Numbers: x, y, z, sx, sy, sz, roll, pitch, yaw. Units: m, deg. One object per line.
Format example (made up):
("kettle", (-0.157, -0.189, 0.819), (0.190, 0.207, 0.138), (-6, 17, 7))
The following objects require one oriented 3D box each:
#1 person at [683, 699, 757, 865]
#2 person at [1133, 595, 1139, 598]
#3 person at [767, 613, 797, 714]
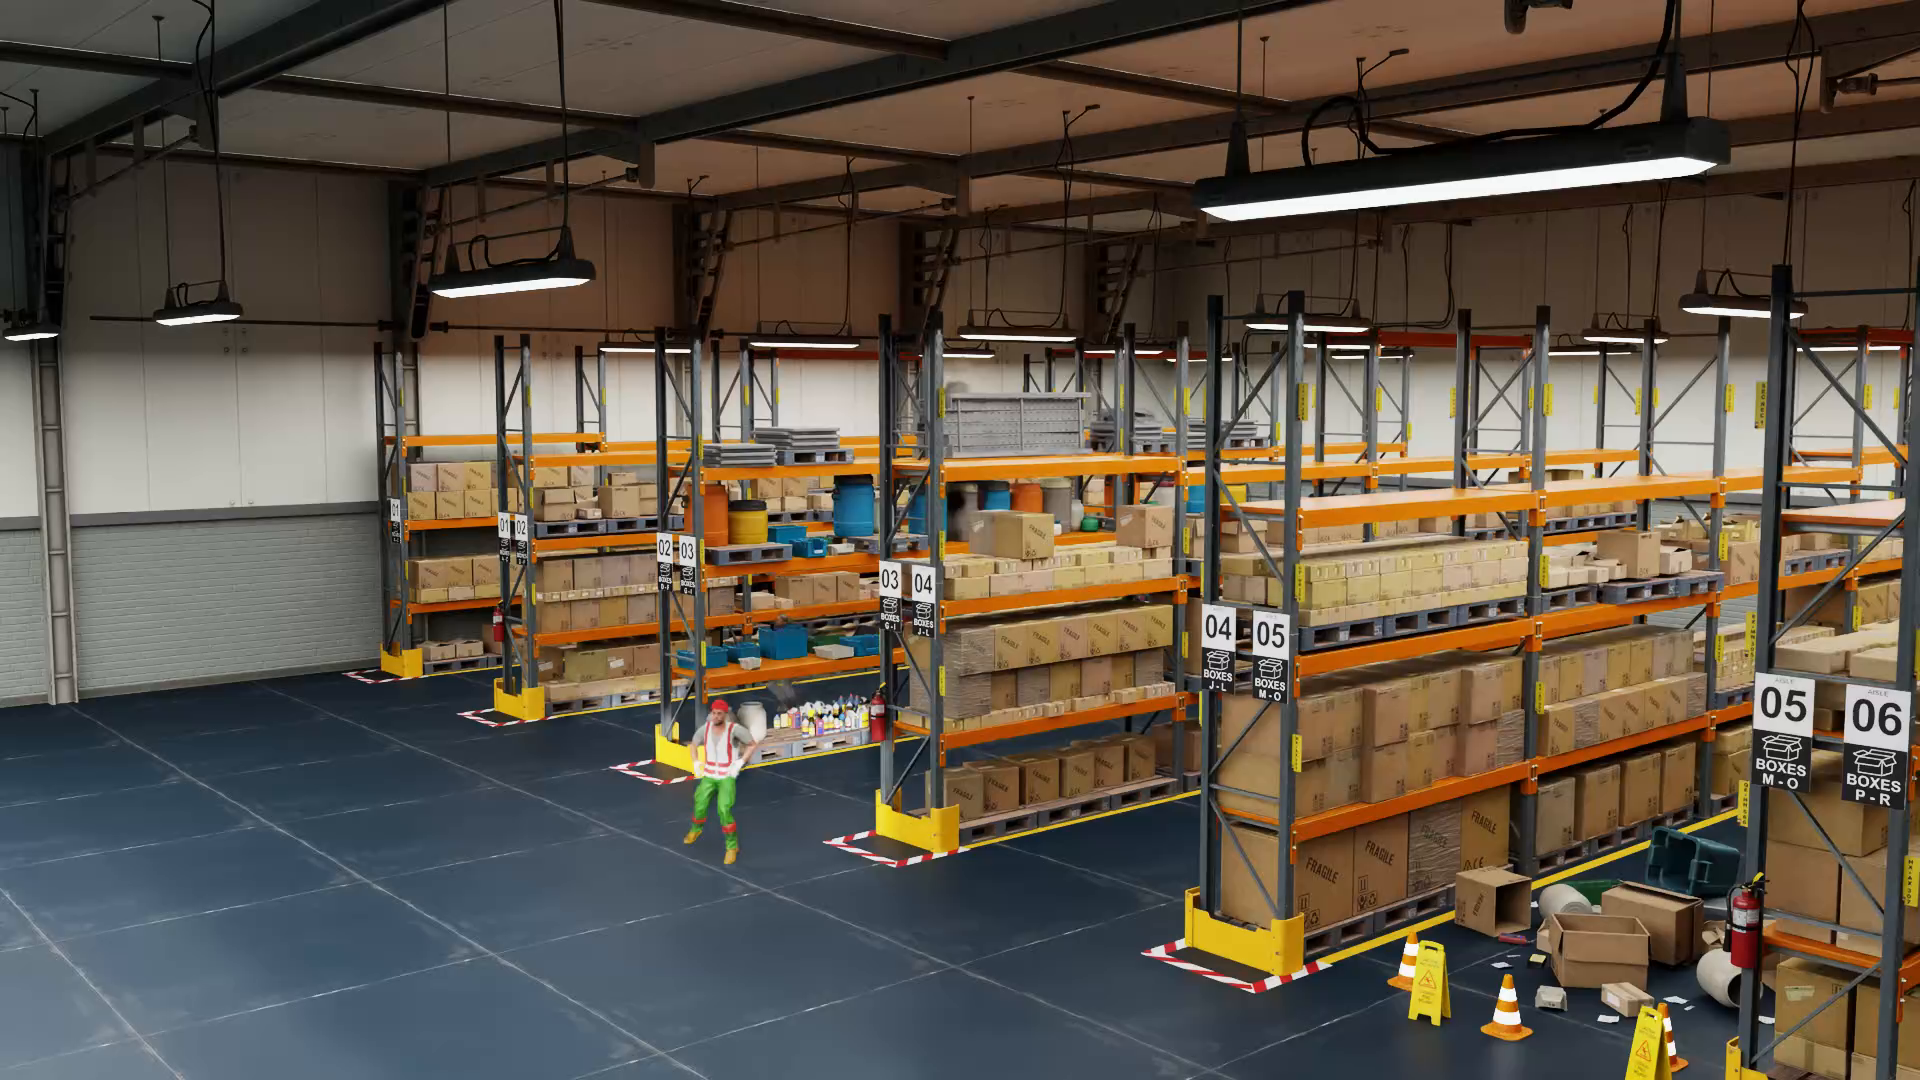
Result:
("person", (-2.707, 2.627, 18.413), (0.899, 1.775, 0.766), (1, 5, 9))
("person", (3.110, 1.457, 31.975), (0.505, 1.585, 0.732), (5, 7, 43))
("person", (-2.800, 1.985, 26.174), (0.555, 1.603, 0.632), (5, 7, 42))
